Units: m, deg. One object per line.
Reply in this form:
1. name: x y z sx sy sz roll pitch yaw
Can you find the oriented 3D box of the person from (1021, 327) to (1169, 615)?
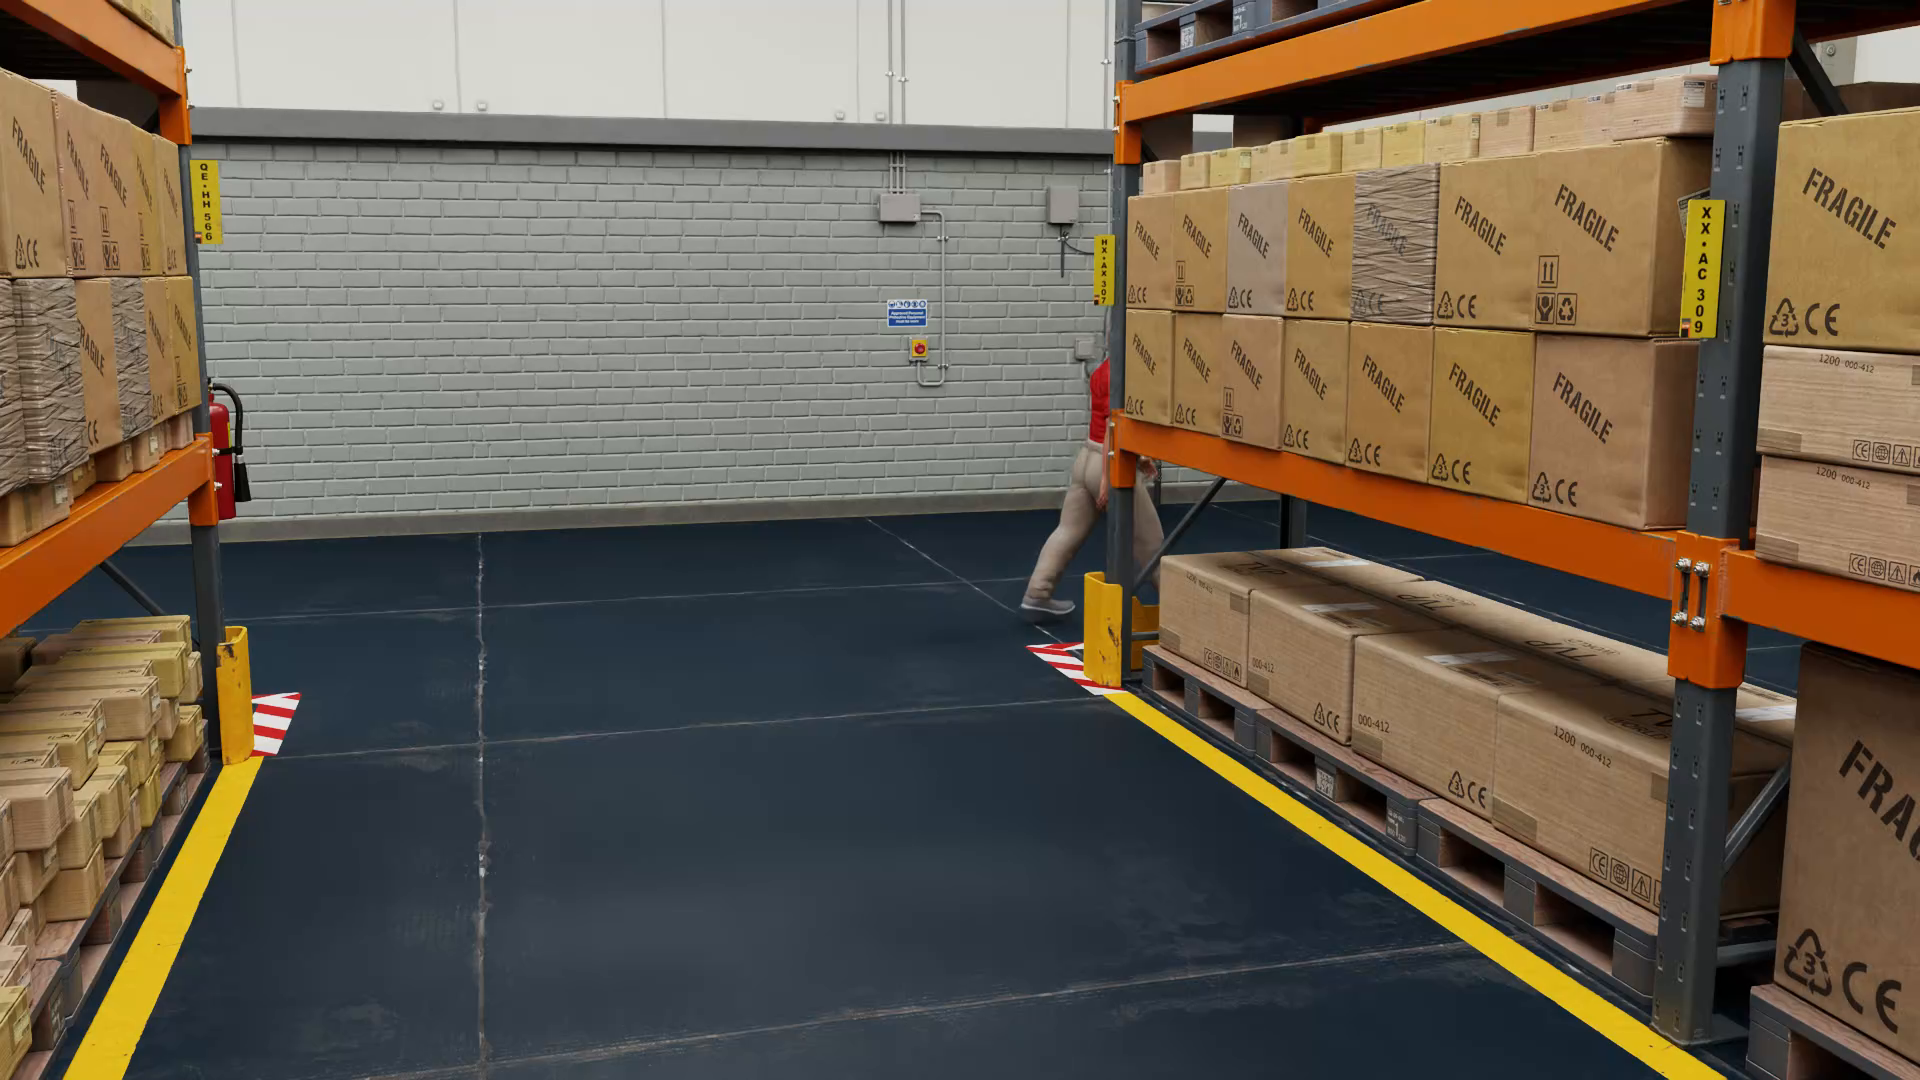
1. person: 0.909 -0.393 9.300 1.118 1.647 0.606 -3 10 -17
